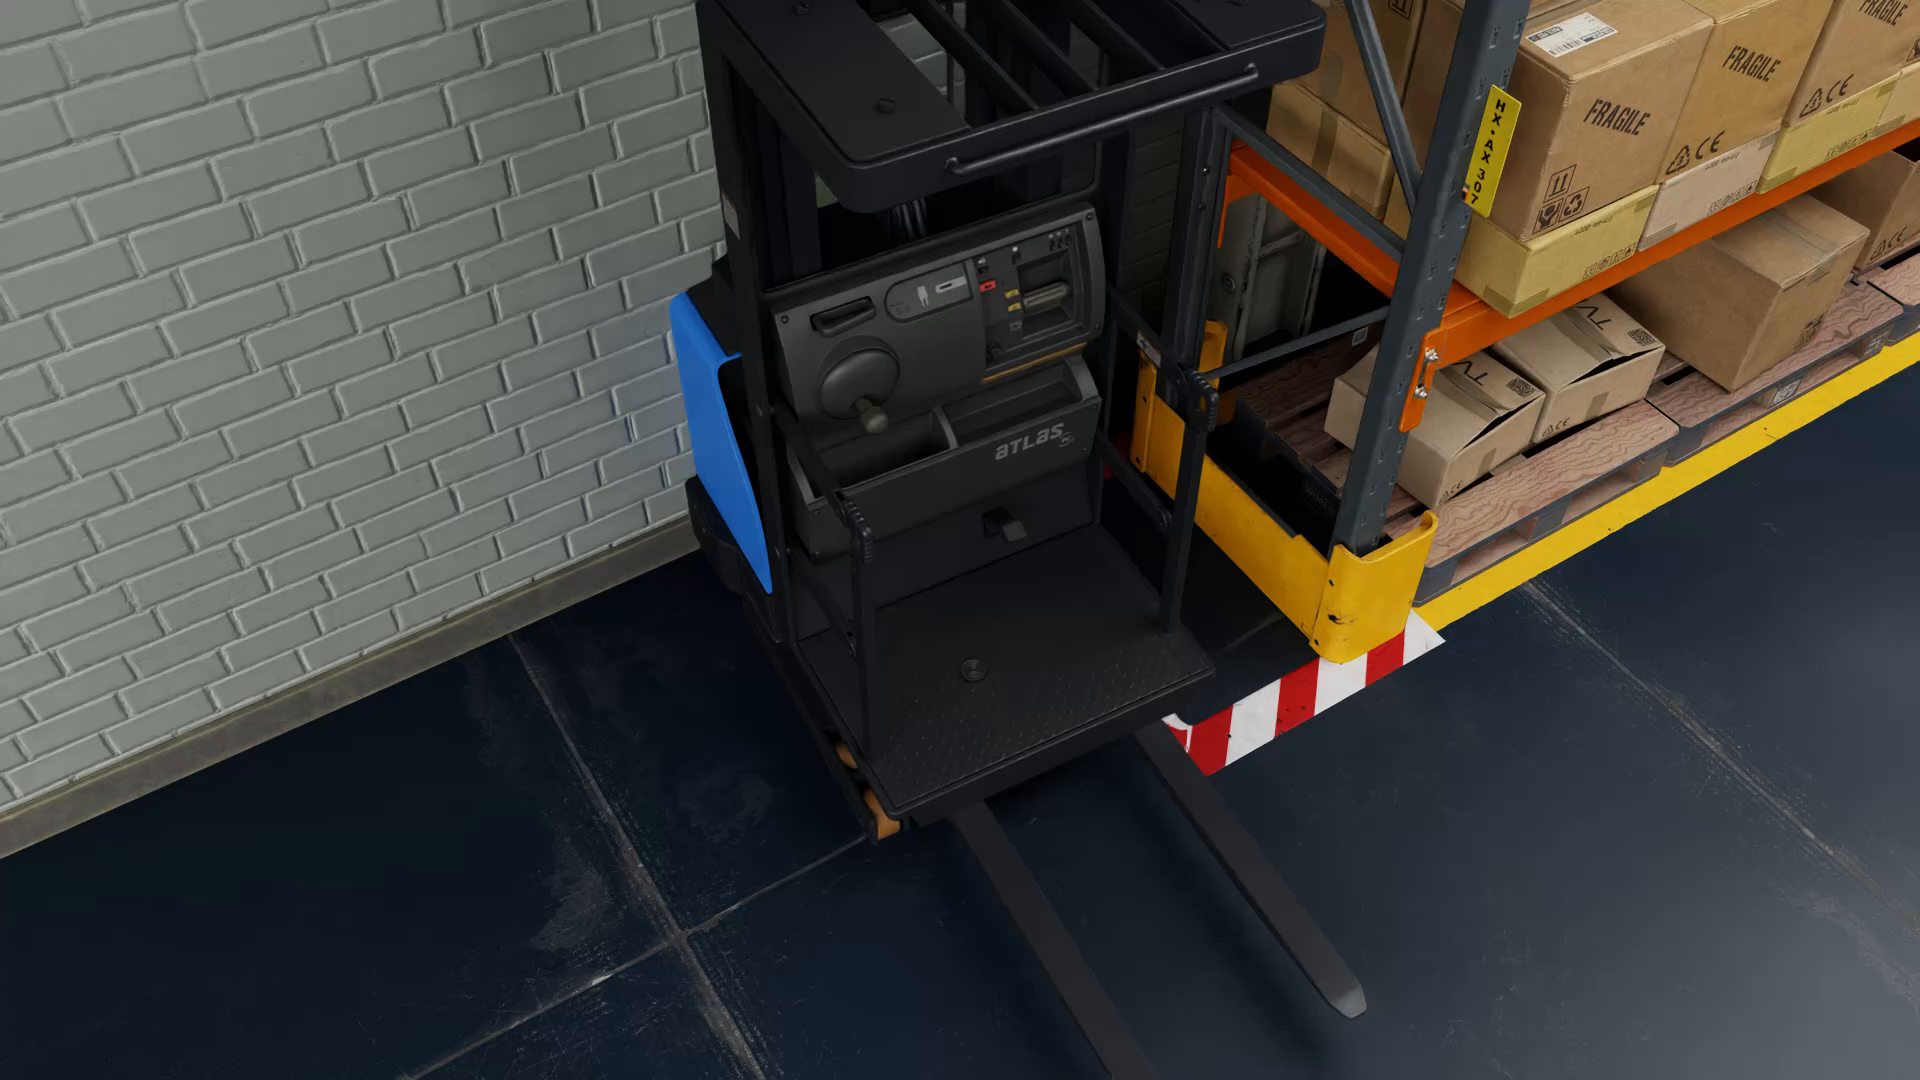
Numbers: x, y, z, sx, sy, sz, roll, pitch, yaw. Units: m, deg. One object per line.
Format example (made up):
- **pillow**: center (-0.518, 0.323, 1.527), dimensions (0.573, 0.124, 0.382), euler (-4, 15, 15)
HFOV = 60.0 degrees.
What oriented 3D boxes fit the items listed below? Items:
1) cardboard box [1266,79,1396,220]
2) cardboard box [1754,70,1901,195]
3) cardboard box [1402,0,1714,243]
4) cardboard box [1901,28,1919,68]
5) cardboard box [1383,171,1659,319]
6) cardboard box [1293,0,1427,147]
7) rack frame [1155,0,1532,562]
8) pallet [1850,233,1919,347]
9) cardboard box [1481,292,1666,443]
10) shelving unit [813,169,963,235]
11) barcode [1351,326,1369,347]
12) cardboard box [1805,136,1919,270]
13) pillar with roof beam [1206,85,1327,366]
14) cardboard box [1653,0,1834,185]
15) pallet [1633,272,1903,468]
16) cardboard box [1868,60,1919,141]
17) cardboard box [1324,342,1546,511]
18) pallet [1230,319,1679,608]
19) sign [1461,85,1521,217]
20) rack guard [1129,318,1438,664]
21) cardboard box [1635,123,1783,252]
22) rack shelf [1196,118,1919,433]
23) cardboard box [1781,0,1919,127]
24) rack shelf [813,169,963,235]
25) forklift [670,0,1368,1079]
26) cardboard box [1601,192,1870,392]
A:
- **cardboard box**: center (1.272, -1.251, 4.943), dimensions (0.500, 0.250, 0.500), euler (-25, 53, -20)
- **cardboard box**: center (2.427, -1.351, 5.032), dimensions (0.500, 0.250, 0.500), euler (-26, 53, -21)
- **cardboard box**: center (1.544, -1.192, 4.388), dimensions (0.500, 0.500, 0.500), euler (-25, 53, -21)
- **cardboard box**: center (2.838, -1.798, 4.927), dimensions (0.500, 0.500, 0.500), euler (-24, 52, -20)
- **cardboard box**: center (1.562, -0.936, 4.662), dimensions (0.500, 0.250, 0.500), euler (-27, 54, -22)
- **cardboard box**: center (1.265, -1.514, 4.674), dimensions (0.500, 0.500, 0.500), euler (-26, 53, -21)
- **rack frame**: center (0.980, -0.986, 4.619), dimensions (0.127, 3.000, 1.000), euler (-25, 53, -21)
- **pallet**: center (3.814, -1.362, 6.822), dimensions (1.213, 0.211, 1.003), euler (-25, 53, -21)
- **cardboard box**: center (2.095, -0.684, 5.856), dimensions (0.500, 0.311, 0.500), euler (-21, 52, -18)
- **shelving unit**: center (-0.182, -0.765, 5.365), dimensions (0.755, 1.500, 0.431), euler (5, 45, -3)
- **barcode**: center (1.415, -0.719, 5.882), dimensions (0.075, 0.075, 0.001), euler (-25, 53, -21)
- **cardboard box**: center (3.506, -1.456, 6.417), dimensions (0.500, 0.500, 0.500), euler (-29, 54, -23)
- **pillar with roof beam**: center (3.407, -1.087, 0.692), dimensions (0.400, 9.000, 9.100), euler (-25, 53, -21)
- **cardboard box**: center (1.967, -1.383, 4.558), dimensions (0.500, 0.500, 0.500), euler (-25, 53, -21)
- **pallet**: center (2.781, -0.873, 6.386), dimensions (1.213, 0.211, 1.003), euler (-25, 53, -21)
- **cardboard box**: center (2.856, -1.551, 5.210), dimensions (0.500, 0.250, 0.500), euler (-25, 53, -20)
- **cardboard box**: center (1.613, -0.456, 5.654), dimensions (0.500, 0.311, 0.500), euler (-31, 55, -25)
- **pallet**: center (1.750, -0.390, 5.956), dimensions (1.213, 0.211, 1.003), euler (-25, 53, -21)
- **sign**: center (1.269, -0.931, 3.991), dimensions (0.005, 0.325, 0.100), euler (-25, 53, -21)
- **rack guard**: center (1.044, -0.184, 5.580), dimensions (0.348, 0.500, 1.175), euler (-25, 53, -21)
- **cardboard box**: center (1.993, -1.152, 4.854), dimensions (0.500, 0.250, 0.500), euler (-27, 54, -22)
- **rack shelf**: center (2.671, -1.543, 5.597), dimensions (4.000, 0.370, 1.077), euler (-25, 53, -21)
- **cardboard box**: center (2.408, -1.585, 4.737), dimensions (0.500, 0.500, 0.500), euler (-27, 54, -22)
- **rack shelf**: center (-0.145, -1.040, 5.091), dimensions (0.720, 0.370, 0.431), euler (5, 45, -3)
- **forklift**: center (0.066, -0.477, 4.212), dimensions (1.130, 2.935, 3.031), euler (-22, 52, -18)
- **cardboard box**: center (2.742, -1.007, 6.018), dimensions (0.500, 0.500, 0.700), euler (-28, 54, -23)
